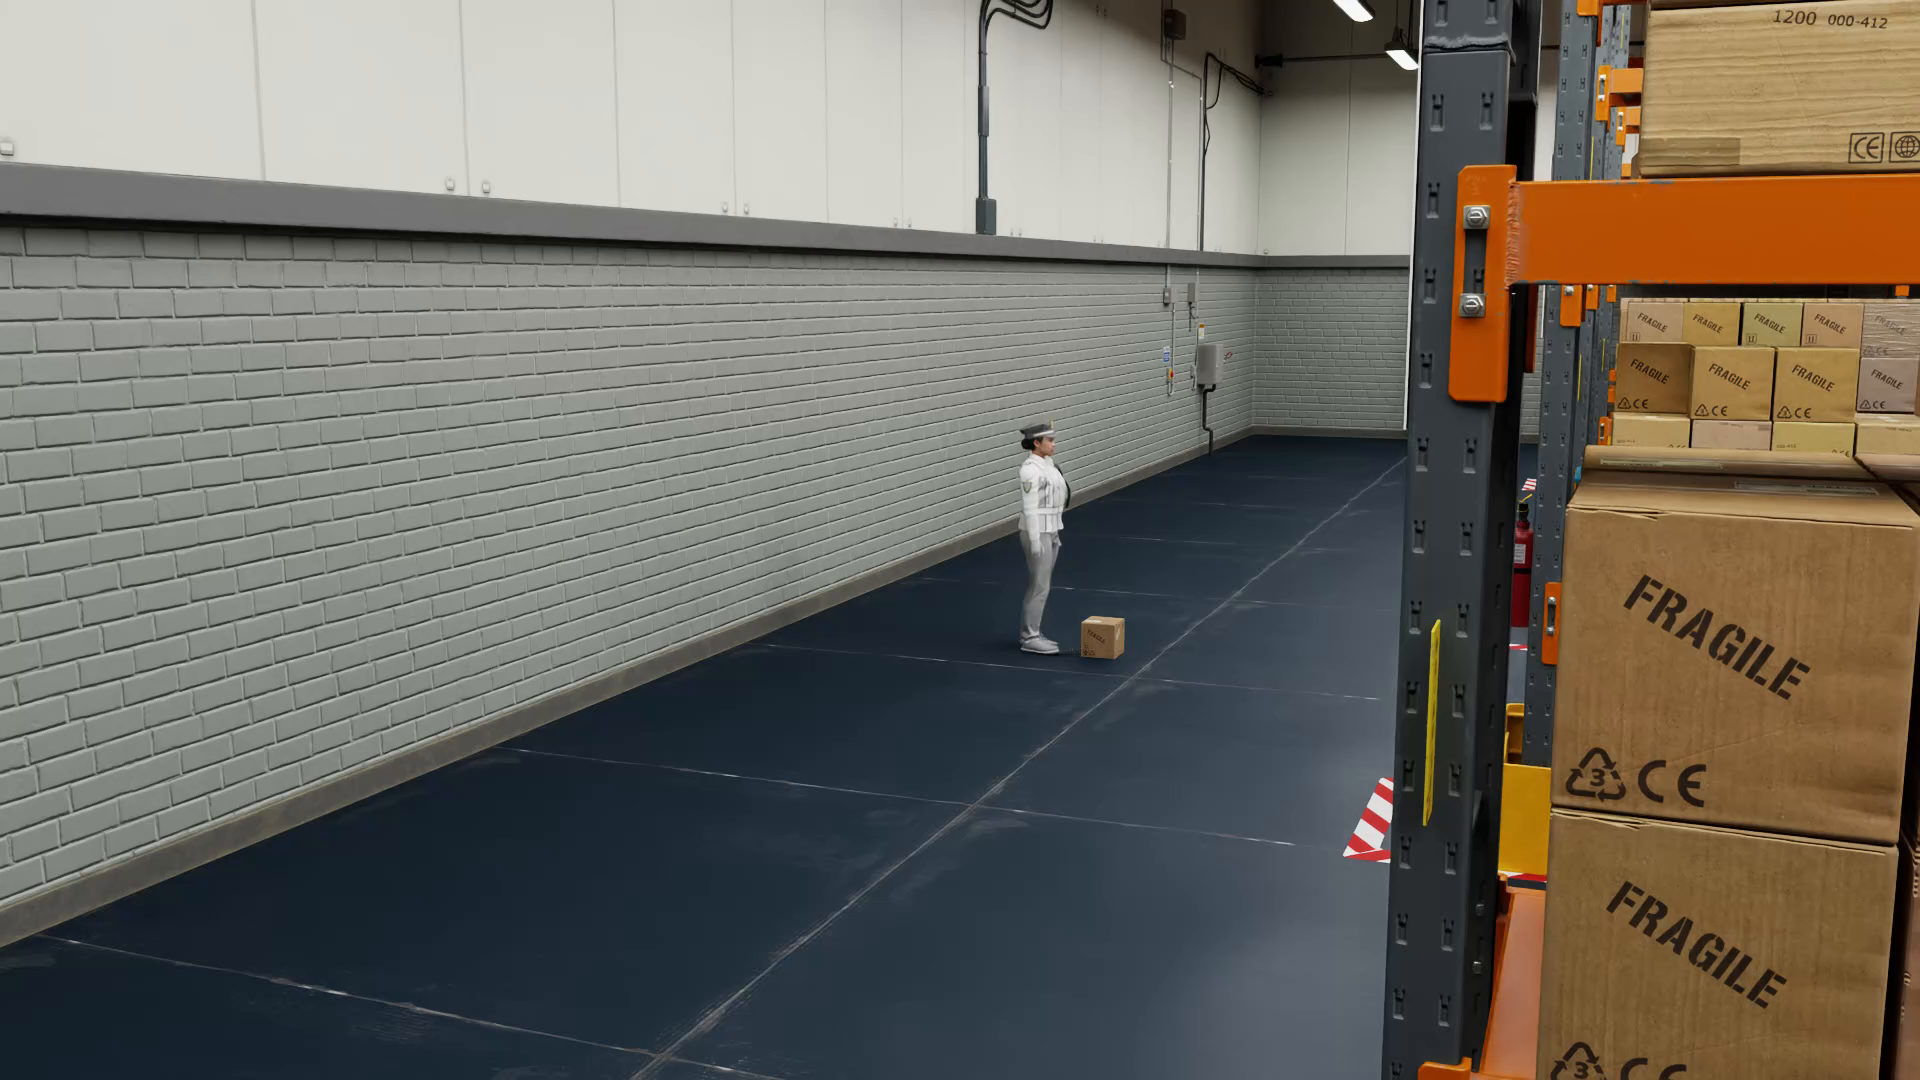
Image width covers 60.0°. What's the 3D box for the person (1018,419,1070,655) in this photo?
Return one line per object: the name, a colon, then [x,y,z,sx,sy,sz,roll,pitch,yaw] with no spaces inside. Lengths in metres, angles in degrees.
person: [0.596,-0.024,12.003,0.351,1.698,0.465,4,10,22]
